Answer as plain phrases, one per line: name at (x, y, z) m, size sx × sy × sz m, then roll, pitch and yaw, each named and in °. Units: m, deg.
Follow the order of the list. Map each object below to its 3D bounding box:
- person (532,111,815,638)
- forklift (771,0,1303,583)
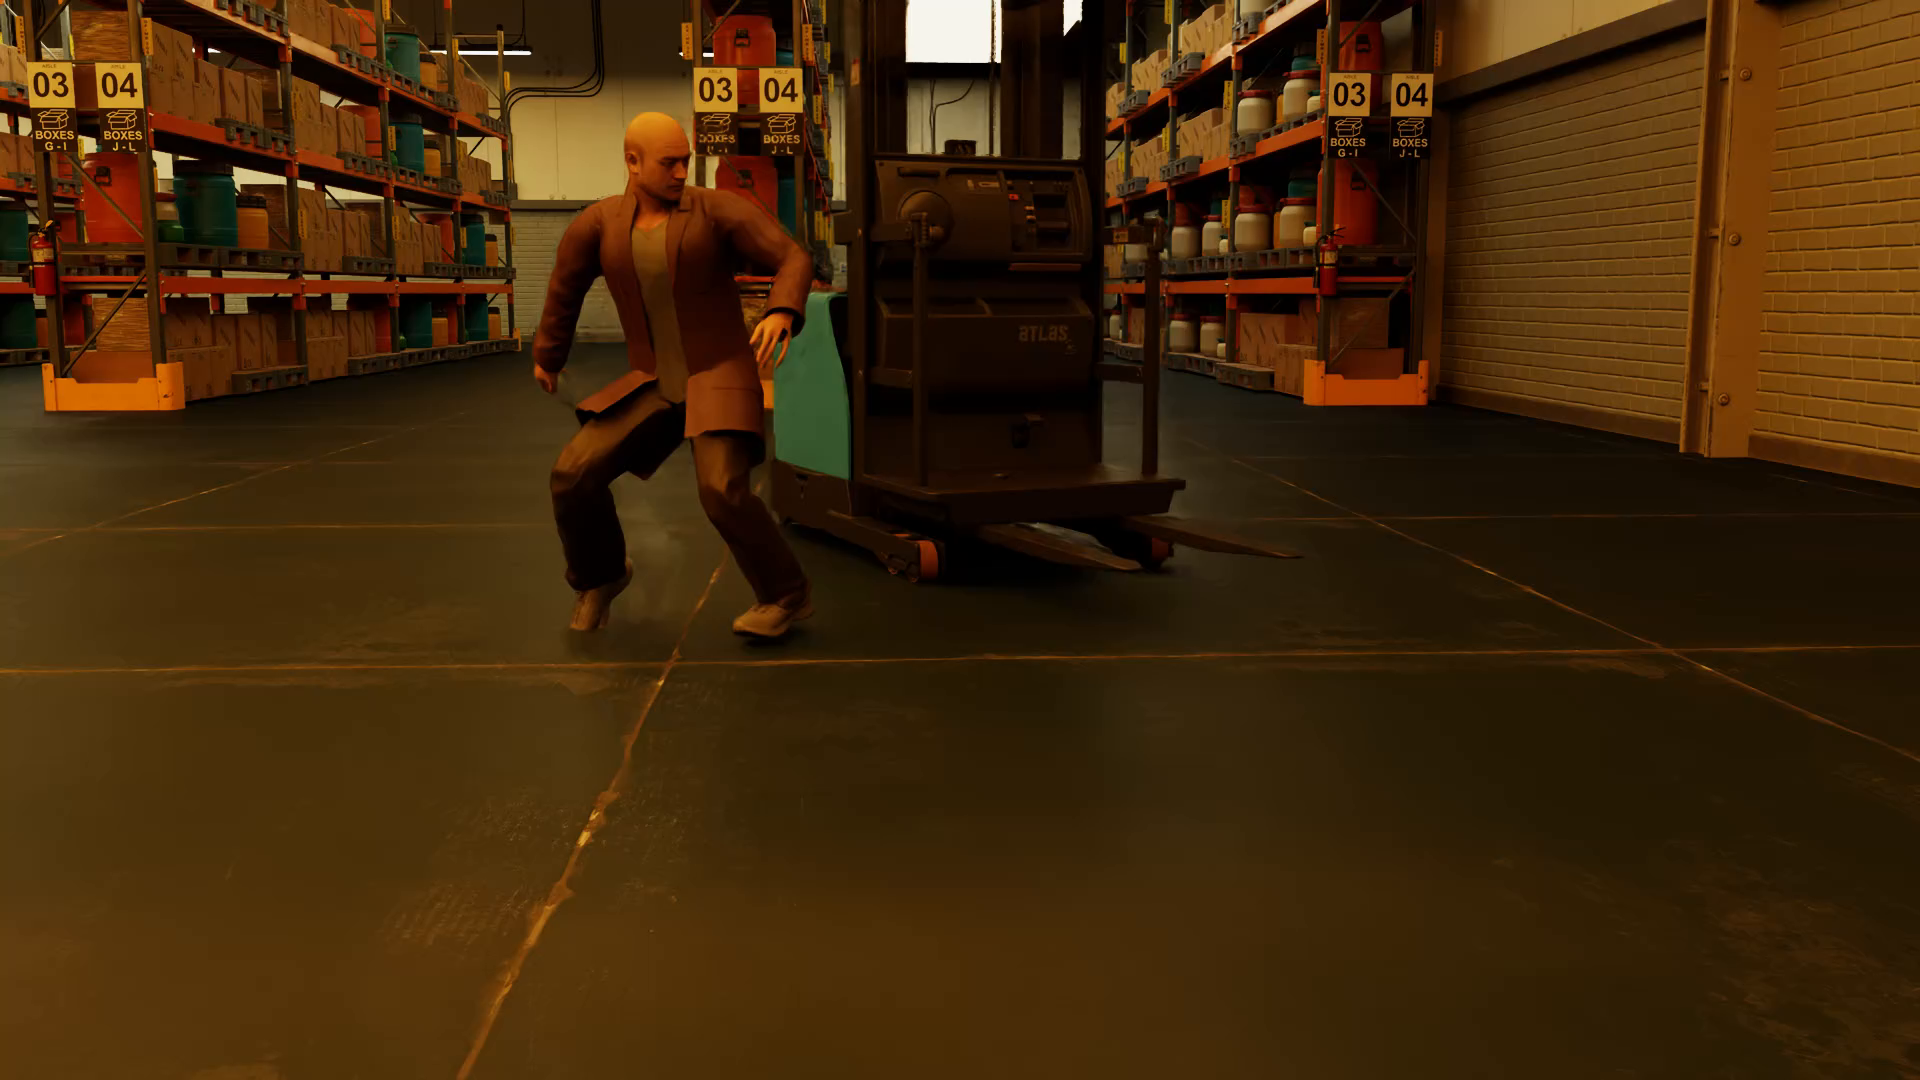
person at (-0.934, -0.442, 5.159) m, size 1.078 × 1.701 × 0.571 m, roll 3°, pitch 9°, yaw 17°
forklift at (0.194, -1.359, 6.486) m, size 1.130 × 2.935 × 3.031 m, roll -4°, pitch 9°, yaw -24°
